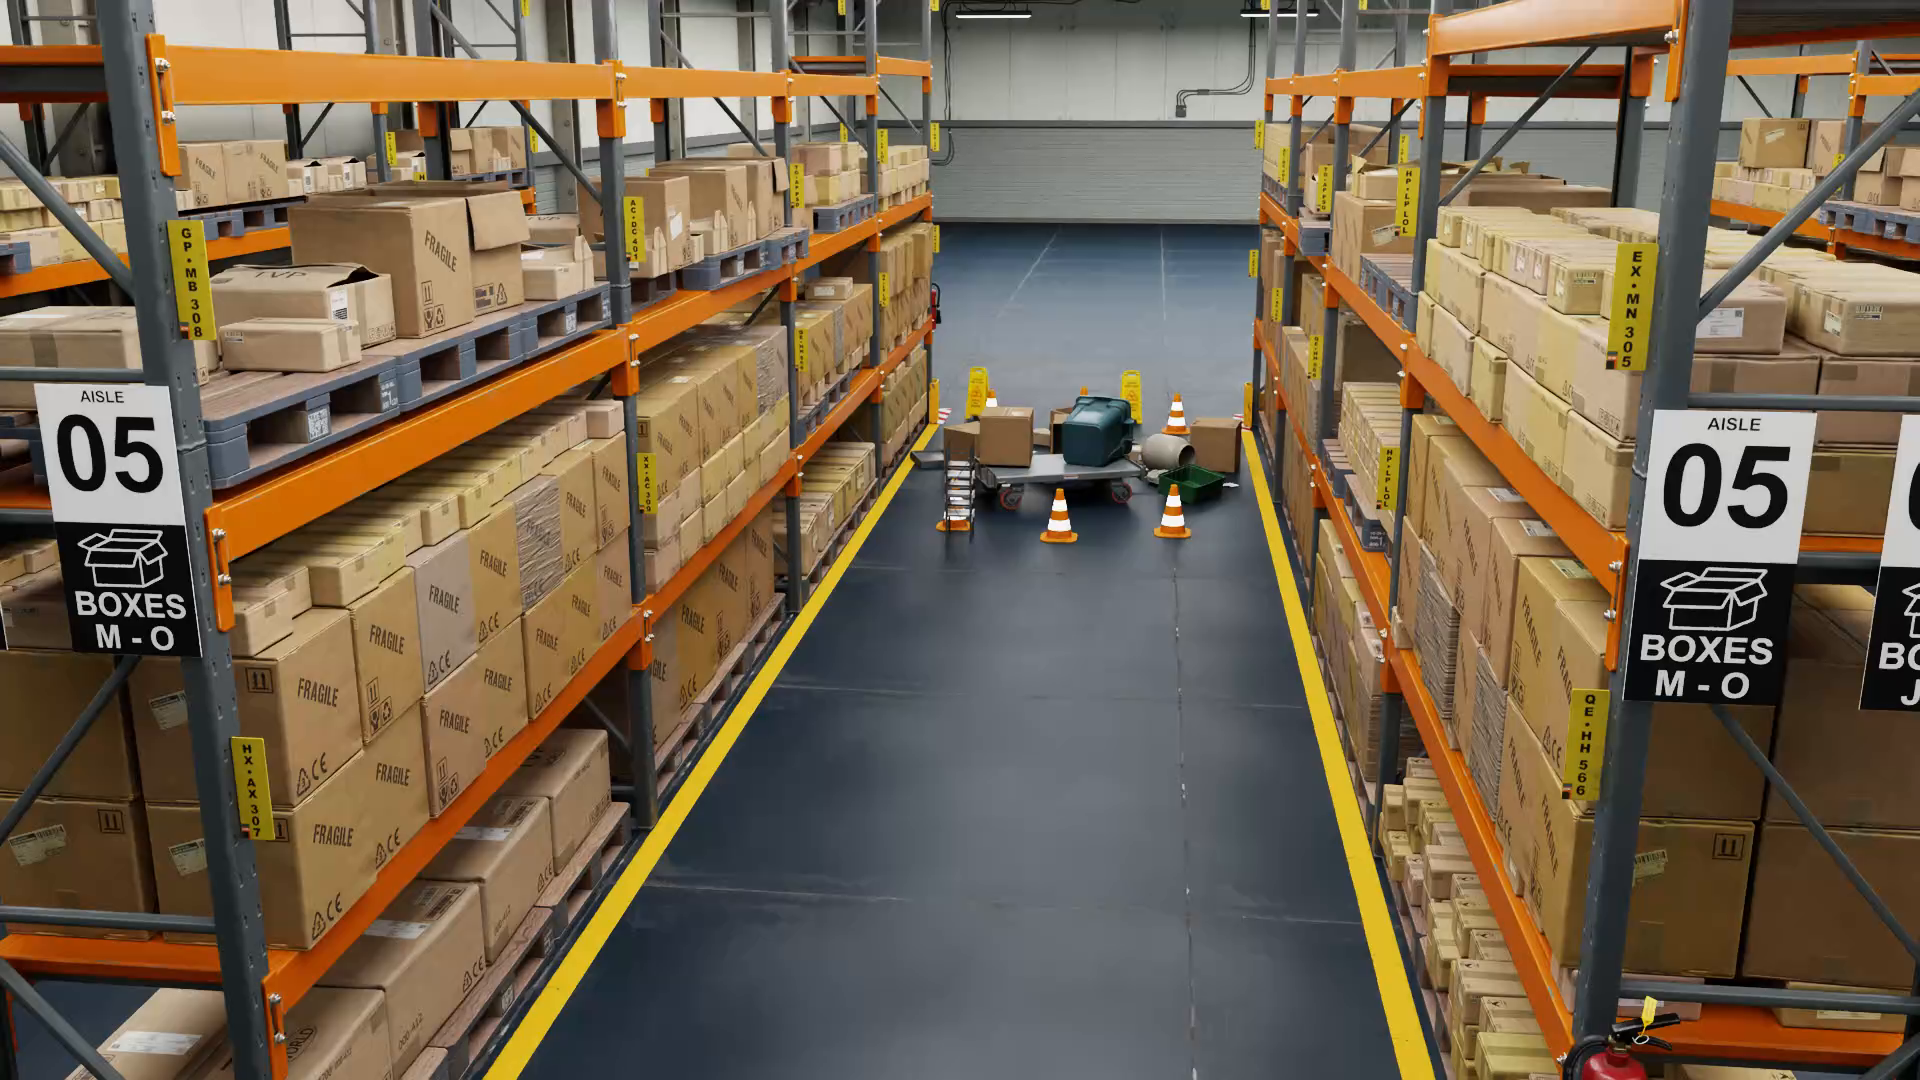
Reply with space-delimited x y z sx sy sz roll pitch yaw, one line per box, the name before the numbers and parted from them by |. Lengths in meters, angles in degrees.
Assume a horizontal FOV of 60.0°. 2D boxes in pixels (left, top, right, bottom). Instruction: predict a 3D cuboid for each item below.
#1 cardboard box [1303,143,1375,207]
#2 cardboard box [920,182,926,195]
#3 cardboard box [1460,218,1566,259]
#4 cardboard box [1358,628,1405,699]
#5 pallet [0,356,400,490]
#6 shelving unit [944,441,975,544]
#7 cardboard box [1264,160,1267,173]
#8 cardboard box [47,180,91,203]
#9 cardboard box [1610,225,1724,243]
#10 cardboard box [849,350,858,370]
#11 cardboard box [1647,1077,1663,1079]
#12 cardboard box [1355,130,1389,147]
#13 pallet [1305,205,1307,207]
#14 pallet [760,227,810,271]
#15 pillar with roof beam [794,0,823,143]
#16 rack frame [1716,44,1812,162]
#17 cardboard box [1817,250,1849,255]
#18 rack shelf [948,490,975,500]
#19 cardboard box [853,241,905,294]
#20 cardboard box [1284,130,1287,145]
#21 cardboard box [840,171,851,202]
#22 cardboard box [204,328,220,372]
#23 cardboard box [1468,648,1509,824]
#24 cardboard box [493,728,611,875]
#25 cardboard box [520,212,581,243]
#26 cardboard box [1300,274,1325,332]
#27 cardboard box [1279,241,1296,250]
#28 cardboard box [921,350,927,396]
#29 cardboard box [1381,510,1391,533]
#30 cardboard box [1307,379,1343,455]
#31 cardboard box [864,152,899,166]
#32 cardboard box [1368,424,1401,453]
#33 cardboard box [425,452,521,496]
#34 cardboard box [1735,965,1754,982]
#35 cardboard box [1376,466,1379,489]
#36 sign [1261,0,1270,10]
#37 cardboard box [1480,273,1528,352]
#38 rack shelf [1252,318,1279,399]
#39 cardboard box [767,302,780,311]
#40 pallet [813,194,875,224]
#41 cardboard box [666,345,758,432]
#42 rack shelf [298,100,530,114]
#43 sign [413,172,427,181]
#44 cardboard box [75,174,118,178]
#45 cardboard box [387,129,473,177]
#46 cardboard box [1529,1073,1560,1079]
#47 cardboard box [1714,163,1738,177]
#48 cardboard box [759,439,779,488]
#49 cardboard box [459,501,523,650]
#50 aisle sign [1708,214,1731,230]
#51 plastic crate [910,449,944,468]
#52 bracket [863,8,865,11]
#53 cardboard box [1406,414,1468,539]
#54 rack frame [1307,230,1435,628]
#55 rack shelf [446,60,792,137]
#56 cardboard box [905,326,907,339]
cardboard box | 3.095 -2.982 13.597 0.500 0.500 0.500 2 15 6
cardboard box | -0.608 -4.130 19.514 0.380 0.149 0.250 2 15 7
cardboard box | 2.341 -1.277 7.044 0.380 0.149 0.250 1 15 5
cardboard box | 2.558 0.703 9.450 0.500 0.250 0.500 1 15 5
pallet | -2.582 -0.418 5.473 1.003 0.211 1.213 2 15 6
shelving unit | -0.001 -0.432 15.125 0.258 0.900 0.210 2 15 6
cardboard box | 3.694 -4.283 19.080 0.380 0.149 0.250 2 15 7
cardboard box | -6.545 -2.519 12.025 0.380 0.149 0.250 1 15 4
cardboard box | 2.852 -1.188 6.715 0.380 0.149 0.250 1 15 4
cardboard box | -1.151 -1.670 15.358 0.380 0.149 0.250 2 15 7
cardboard box | 2.615 2.065 5.952 0.380 0.149 0.250 2 15 7
cardboard box | 4.007 -3.860 15.990 0.380 0.149 0.250 2 15 7
pallet | 3.574 -2.929 14.957 0.805 0.209 1.217 1 15 4
pallet | -1.773 -2.083 11.824 1.213 0.211 1.003 2 15 9
pillar with roof beam | 0.229 -11.955 42.223 9.100 9.000 0.548 2 15 6
rack frame | 8.996 -5.574 18.625 1.000 3.000 0.127 2 15 6
cardboard box | 8.377 -2.570 16.330 0.500 0.500 0.500 2 15 6
rack shelf | -0.001 -0.400 15.133 0.258 0.077 0.200 2 15 6
cardboard box | -0.957 -2.847 17.354 0.700 0.500 0.500 2 15 7
cardboard box | 3.381 -3.945 16.306 0.380 0.149 0.250 2 15 6
cardboard box | -1.286 -3.224 15.163 0.500 0.250 0.500 2 15 7
cardboard box | -2.727 -0.628 5.566 0.380 0.149 0.250 1 15 2
cardboard box | 2.180 0.718 6.086 0.500 0.500 0.500 2 15 6
cardboard box | -2.382 1.336 8.666 0.875 0.438 0.875 1 15 5
cardboard box | -2.314 -1.700 9.411 0.500 0.311 0.500 2 15 6
cardboard box | 3.578 -2.215 15.588 0.700 0.500 0.500 1 15 5
cardboard box | 3.900 -2.921 17.950 0.875 0.550 0.500 2 15 6
cardboard box | -0.682 -1.992 19.897 0.500 0.500 0.500 2 15 7
cardboard box | 2.661 -0.125 9.644 0.380 0.149 0.250 1 15 3
cardboard box | 2.961 -0.949 12.820 0.500 0.500 0.500 2 15 6
cardboard box | -0.849 -4.056 17.709 0.380 0.149 0.250 1 15 5
cardboard box | 2.753 -0.625 10.350 0.380 0.149 0.250 1 15 5
cardboard box | -2.130 -0.283 7.200 0.380 0.149 0.250 1 15 5
cardboard box | 2.624 1.279 5.255 0.380 0.149 0.250 2 15 8
cardboard box | 2.691 -0.343 9.880 0.380 0.149 0.250 1 15 3
sign | 3.529 -6.292 19.186 0.100 0.325 0.005 2 15 6
cardboard box | 2.259 -0.841 6.195 0.500 0.250 0.500 1 15 4
rack shelf | 3.854 -1.984 18.220 1.077 0.370 4.000 2 15 6
cardboard box | -1.812 -1.823 14.678 0.500 0.500 0.500 1 15 4
pallet | -1.477 -3.133 15.703 1.213 0.211 1.003 2 15 6
cardboard box | -1.664 -1.022 11.177 0.500 0.500 0.500 2 15 6
rack shelf | -6.008 -4.952 18.469 1.077 0.370 4.000 2 15 6
sign | -2.745 -1.721 8.527 0.100 0.325 0.005 2 15 6
cardboard box | -6.858 -2.862 13.634 0.500 0.250 0.500 2 15 6
cardboard box | -5.910 -4.329 18.572 0.797 0.503 0.637 2 15 8
cardboard box | 2.167 1.977 5.708 0.380 0.149 0.250 2 15 7
cardboard box | 8.610 -4.117 18.507 0.380 0.149 0.250 2 15 7
cardboard box | -1.594 -0.551 11.828 0.500 0.250 0.500 2 15 7
cardboard box | -2.162 0.135 6.896 0.500 0.500 0.500 2 15 6
aisle sign | 8.705 -3.958 19.160 0.394 0.787 0.004 2 15 6
plastic crate | -0.310 -0.906 18.448 0.402 0.080 0.583 -4 16 -13
bracket | -2.771 -15.934 50.043 0.076 0.066 3.189 2 15 6
cardboard box | 2.432 -0.303 7.946 0.500 0.500 0.500 2 15 8
rack frame | 3.177 -0.776 12.372 1.000 3.000 0.127 2 15 6
rack shelf | -1.979 -2.732 10.259 1.077 0.370 4.000 2 15 6
cardboard box | -0.793 -2.281 18.421 0.380 0.149 0.250 2 15 6
